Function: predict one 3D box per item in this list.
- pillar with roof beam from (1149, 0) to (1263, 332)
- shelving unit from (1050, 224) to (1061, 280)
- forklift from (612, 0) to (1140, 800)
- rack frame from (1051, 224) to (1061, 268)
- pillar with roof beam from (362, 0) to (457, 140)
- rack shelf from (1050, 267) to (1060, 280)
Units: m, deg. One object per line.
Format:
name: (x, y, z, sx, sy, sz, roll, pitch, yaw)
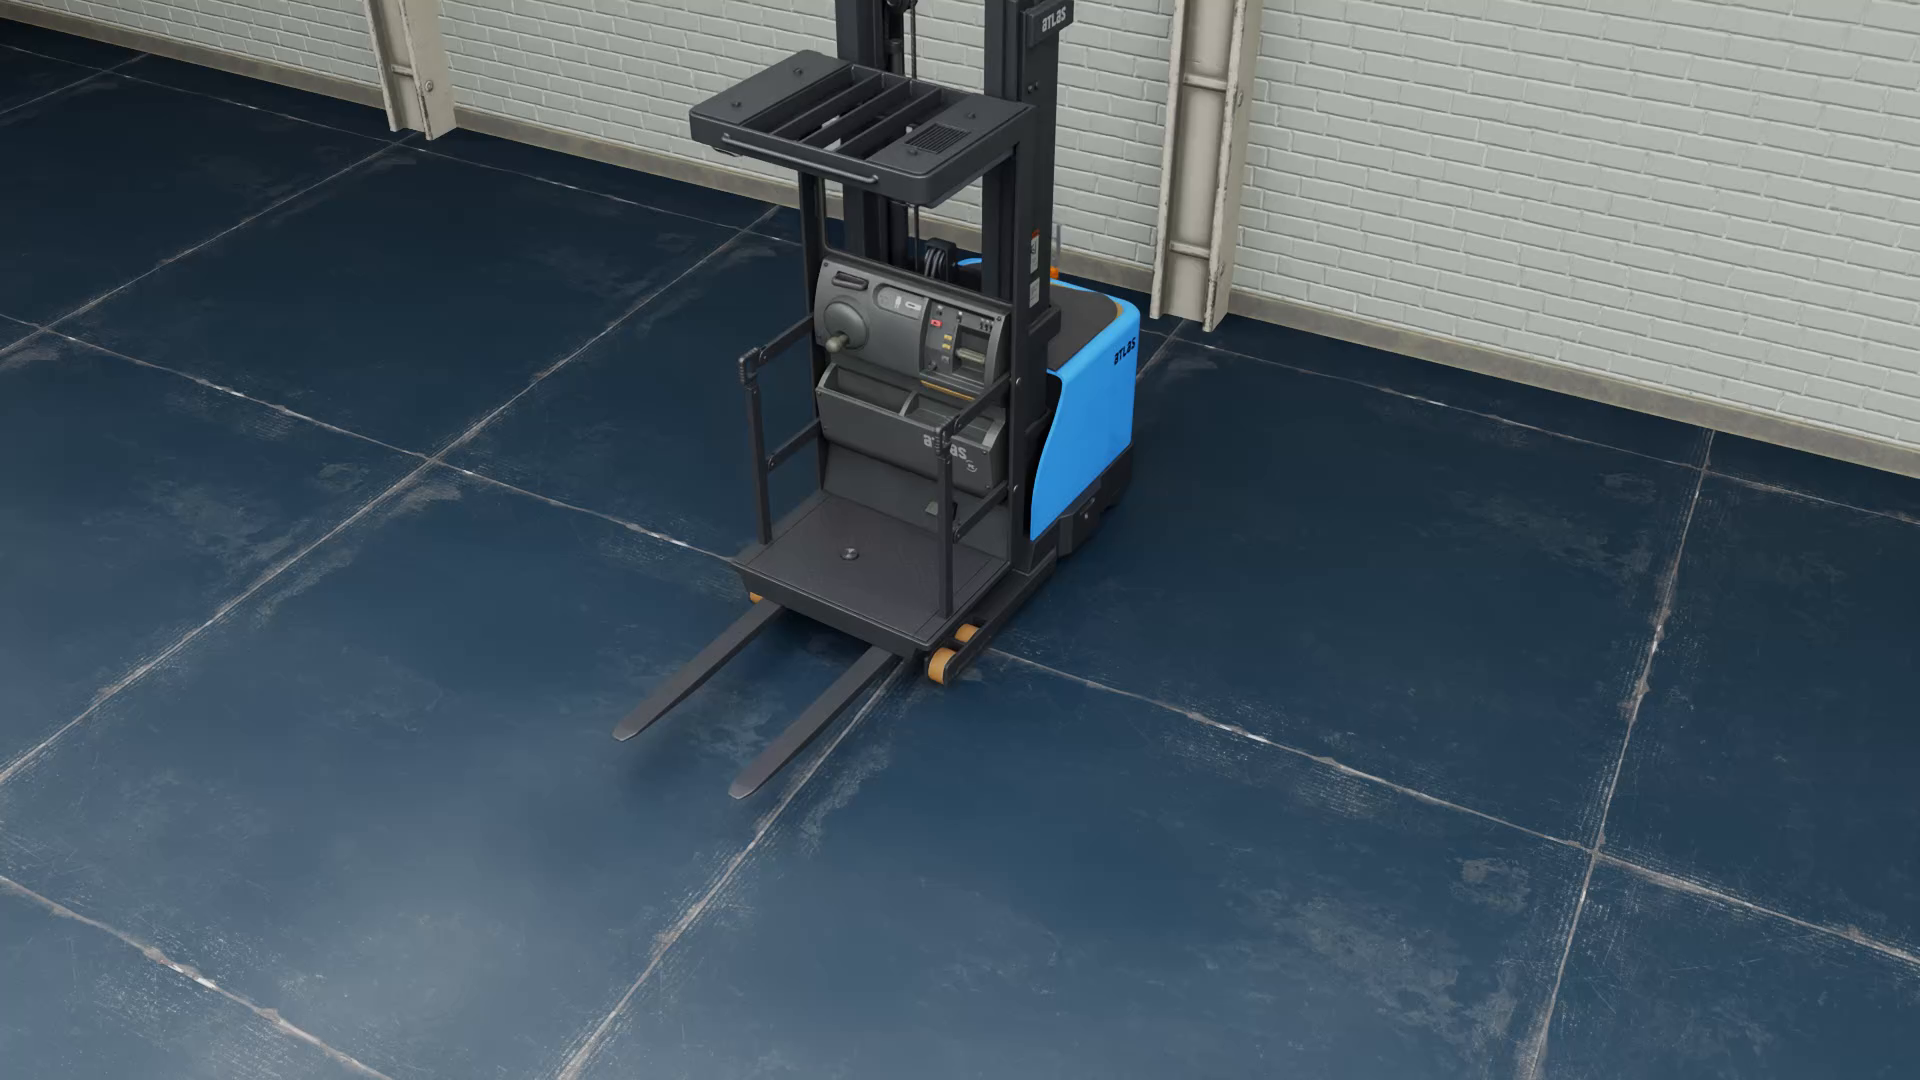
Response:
pillar with roof beam: (-0.594, -2.643, 4.290, 0.400, 9.000, 9.100, 17, 41, 21)
shelving unit: (0.349, -1.097, 8.700, 0.258, 1.200, 0.189, 23, 43, 26)
forklift: (-0.336, -0.849, 6.945, 1.130, 2.935, 3.031, 21, 42, 25)
rack frame: (0.401, -1.143, 8.760, 0.240, 1.200, 0.006, 23, 43, 26)
pillar with roof beam: (-5.922, -4.312, 6.487, 0.400, 9.000, 9.100, 17, 41, 21)
rack shelf: (0.353, -1.348, 8.509, 0.258, 0.103, 0.180, 23, 43, 26)
